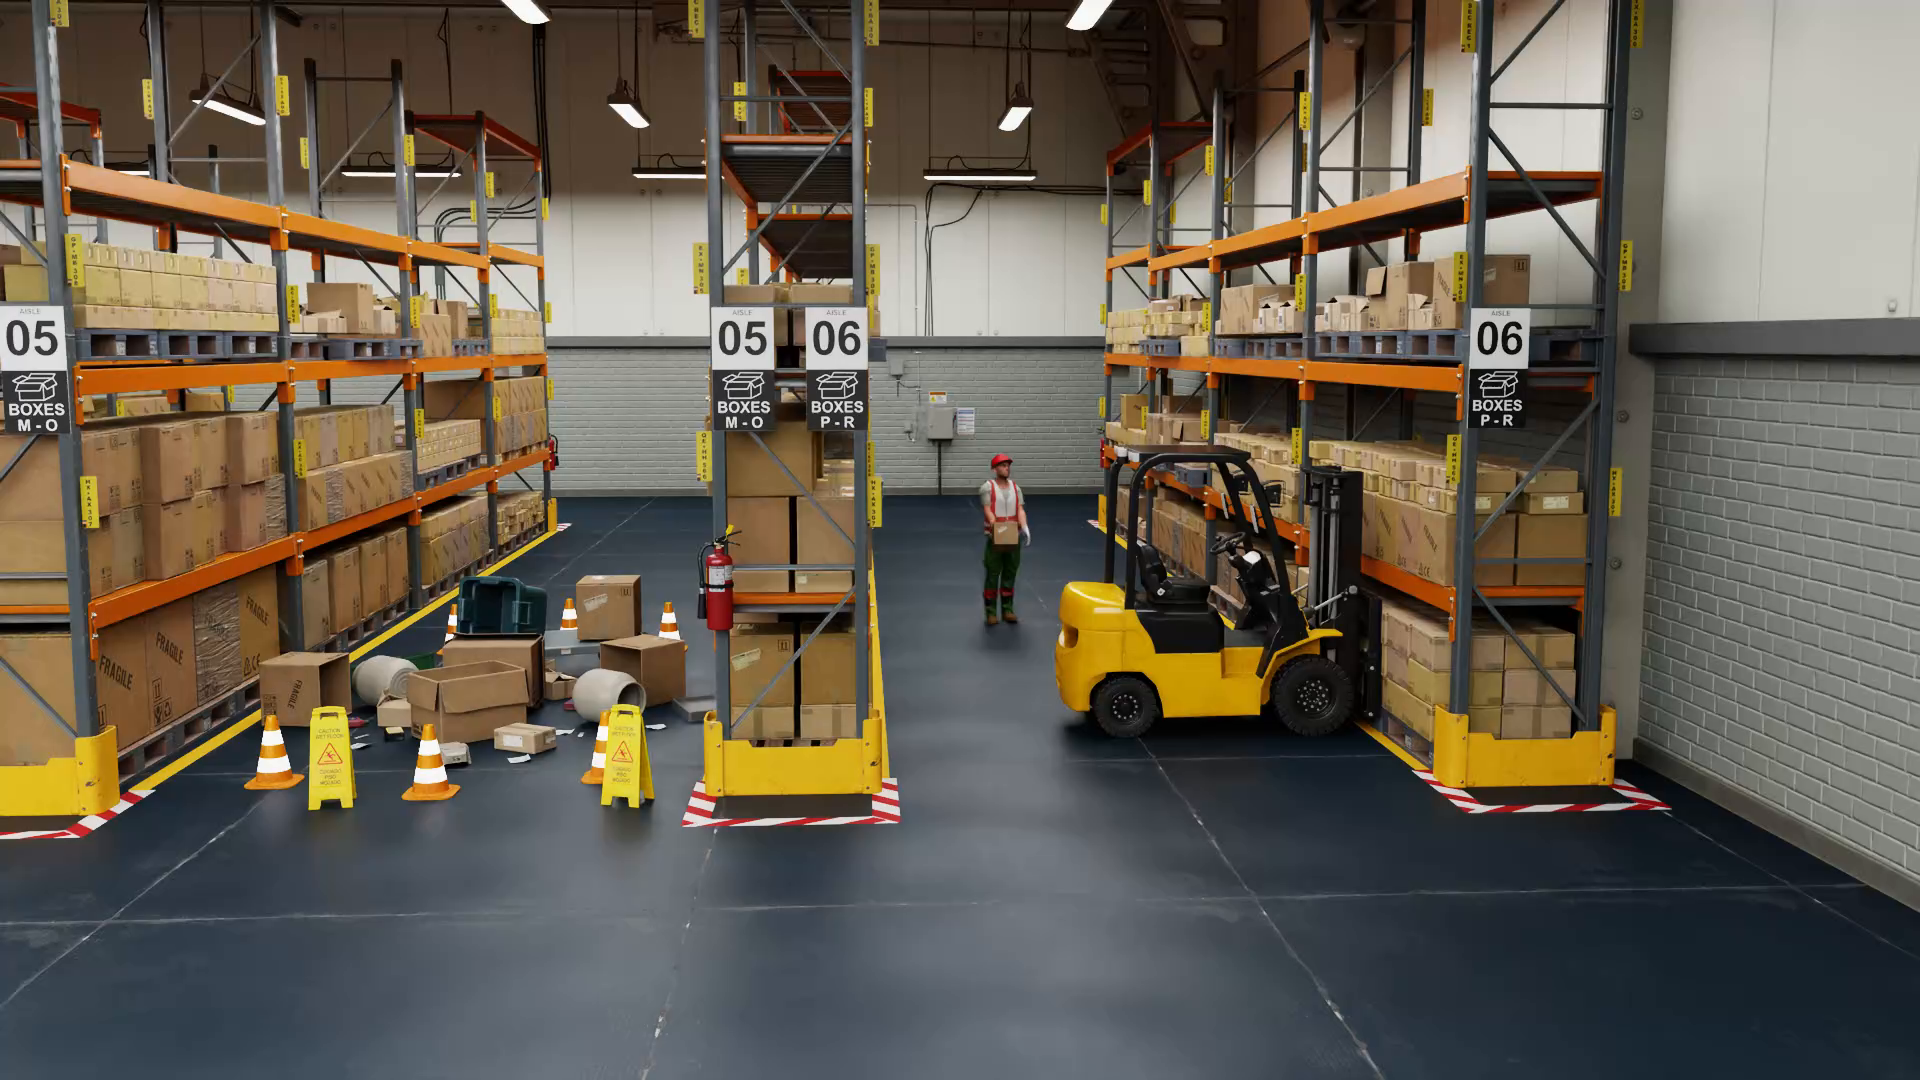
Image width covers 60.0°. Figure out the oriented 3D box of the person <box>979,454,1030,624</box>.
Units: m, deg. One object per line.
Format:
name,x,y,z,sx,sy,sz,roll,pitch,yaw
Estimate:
person,0.472,-0.016,17.744,0.556,1.794,0.528,-4,8,-28
